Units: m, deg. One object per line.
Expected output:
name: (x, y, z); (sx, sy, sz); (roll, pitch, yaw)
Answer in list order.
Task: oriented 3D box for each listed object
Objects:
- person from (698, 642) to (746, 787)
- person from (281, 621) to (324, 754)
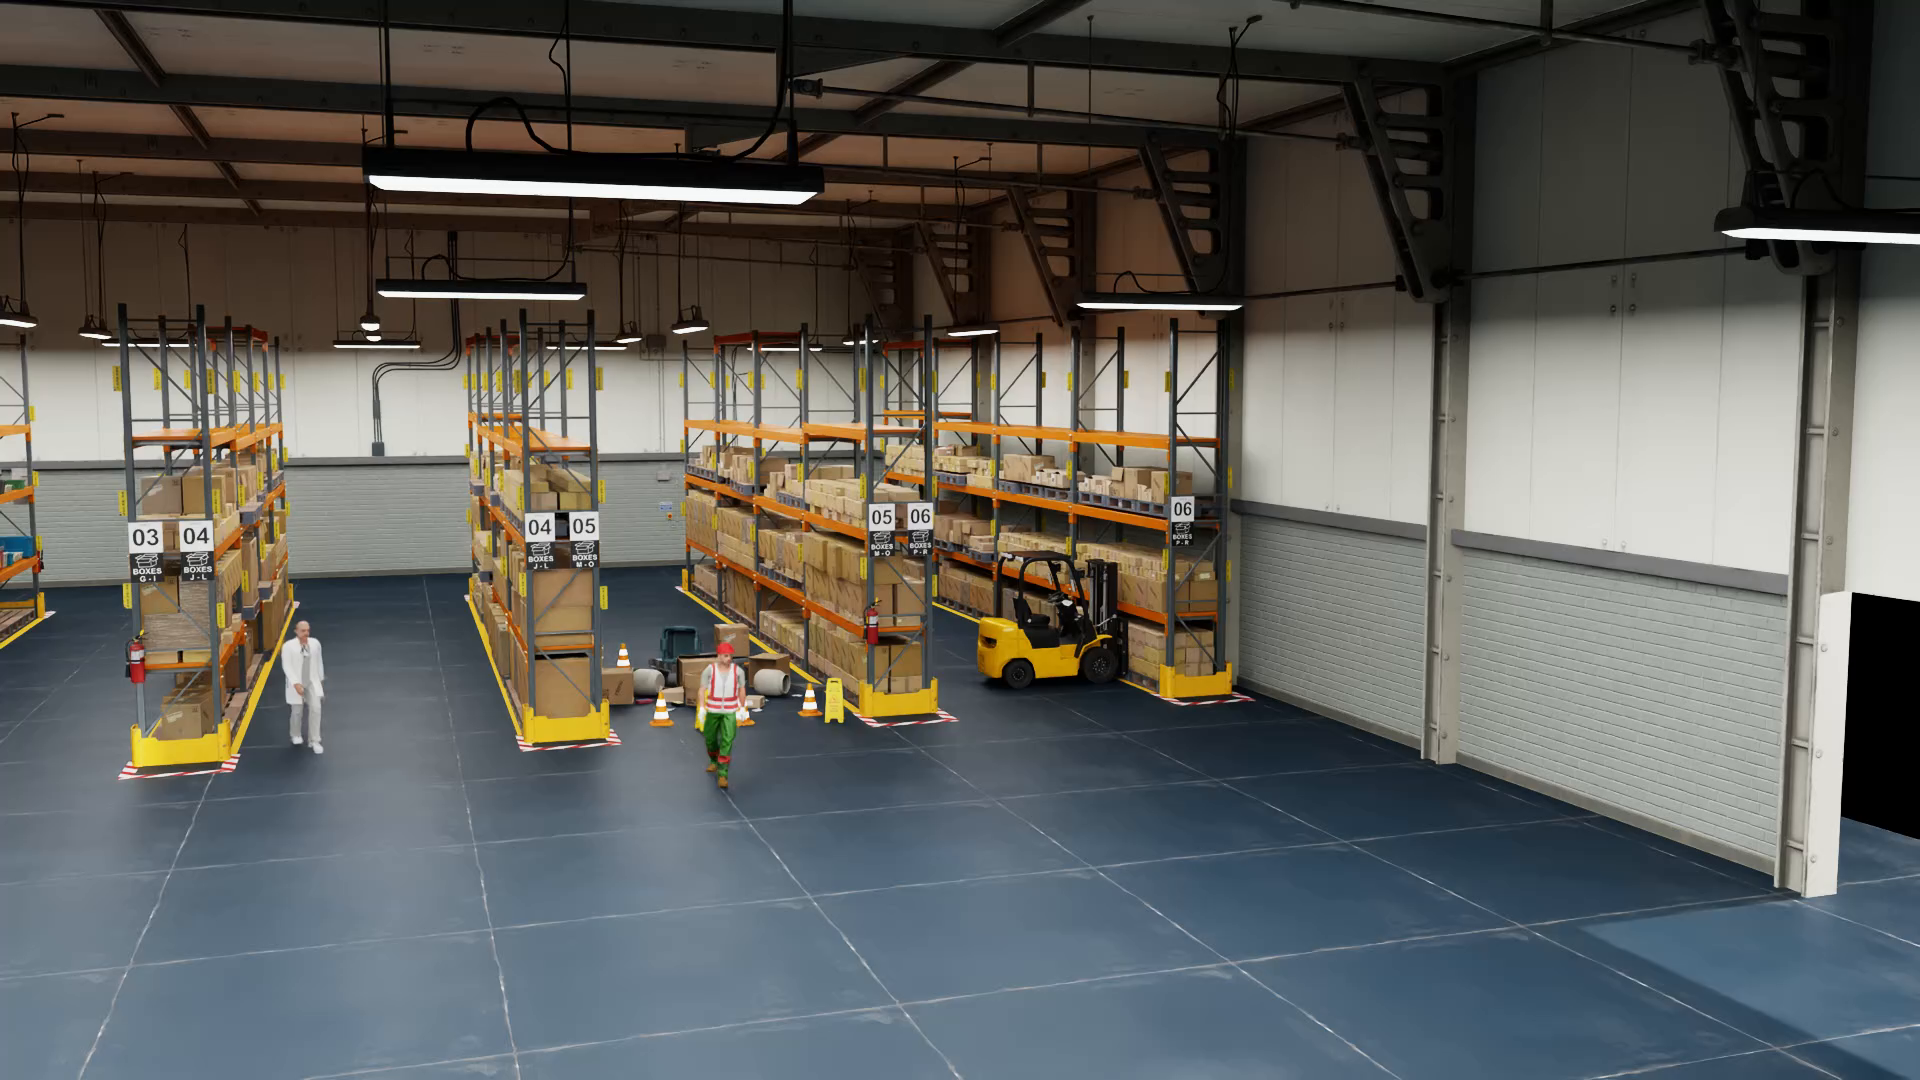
person: (-2.982, 2.155, 20.855); (0.635, 1.752, 0.932); (-1, 6, -15)
person: (-8.943, 1.981, 22.718); (0.581, 1.760, 0.977); (-4, 7, -36)
